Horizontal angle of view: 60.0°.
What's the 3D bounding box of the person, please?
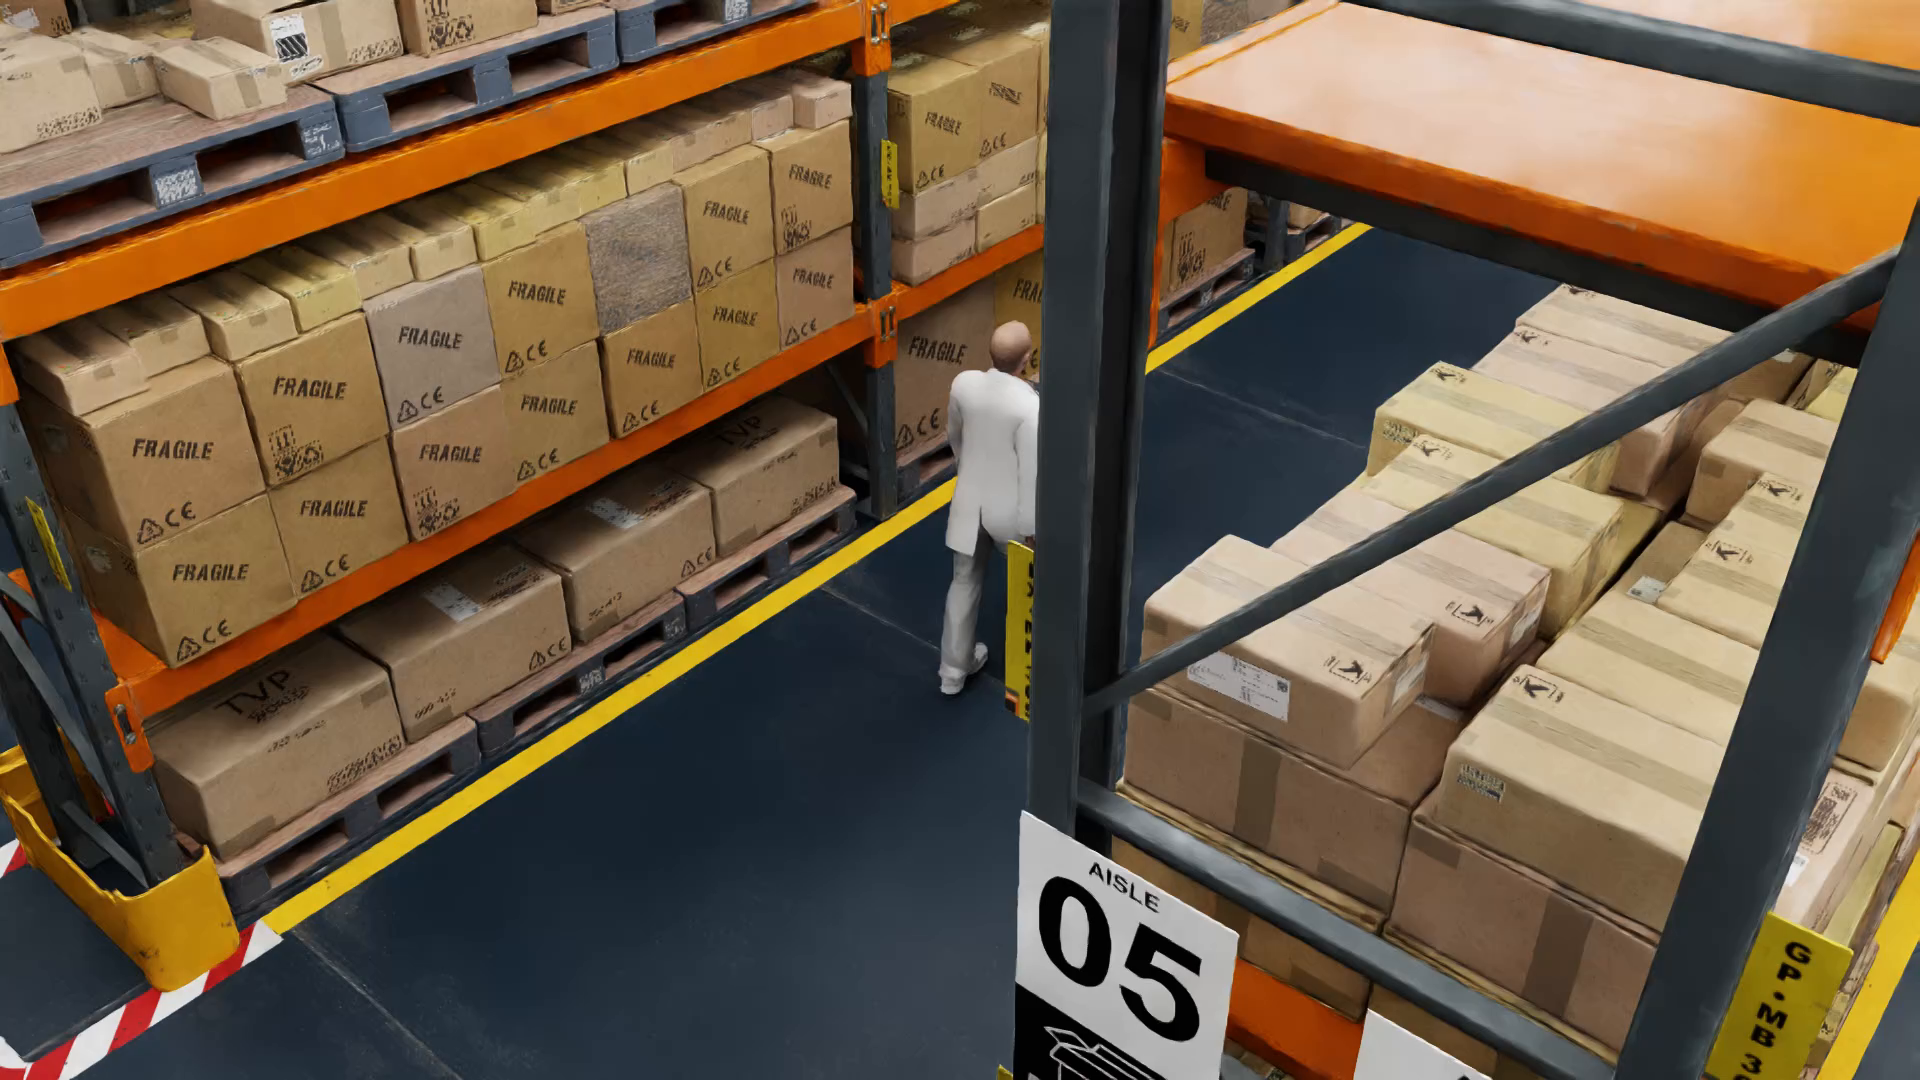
[{"bbox_3d":[0.211,-0.226,7.582,0.607,1.730,1.033,20,39,26],"label":"person"}]
